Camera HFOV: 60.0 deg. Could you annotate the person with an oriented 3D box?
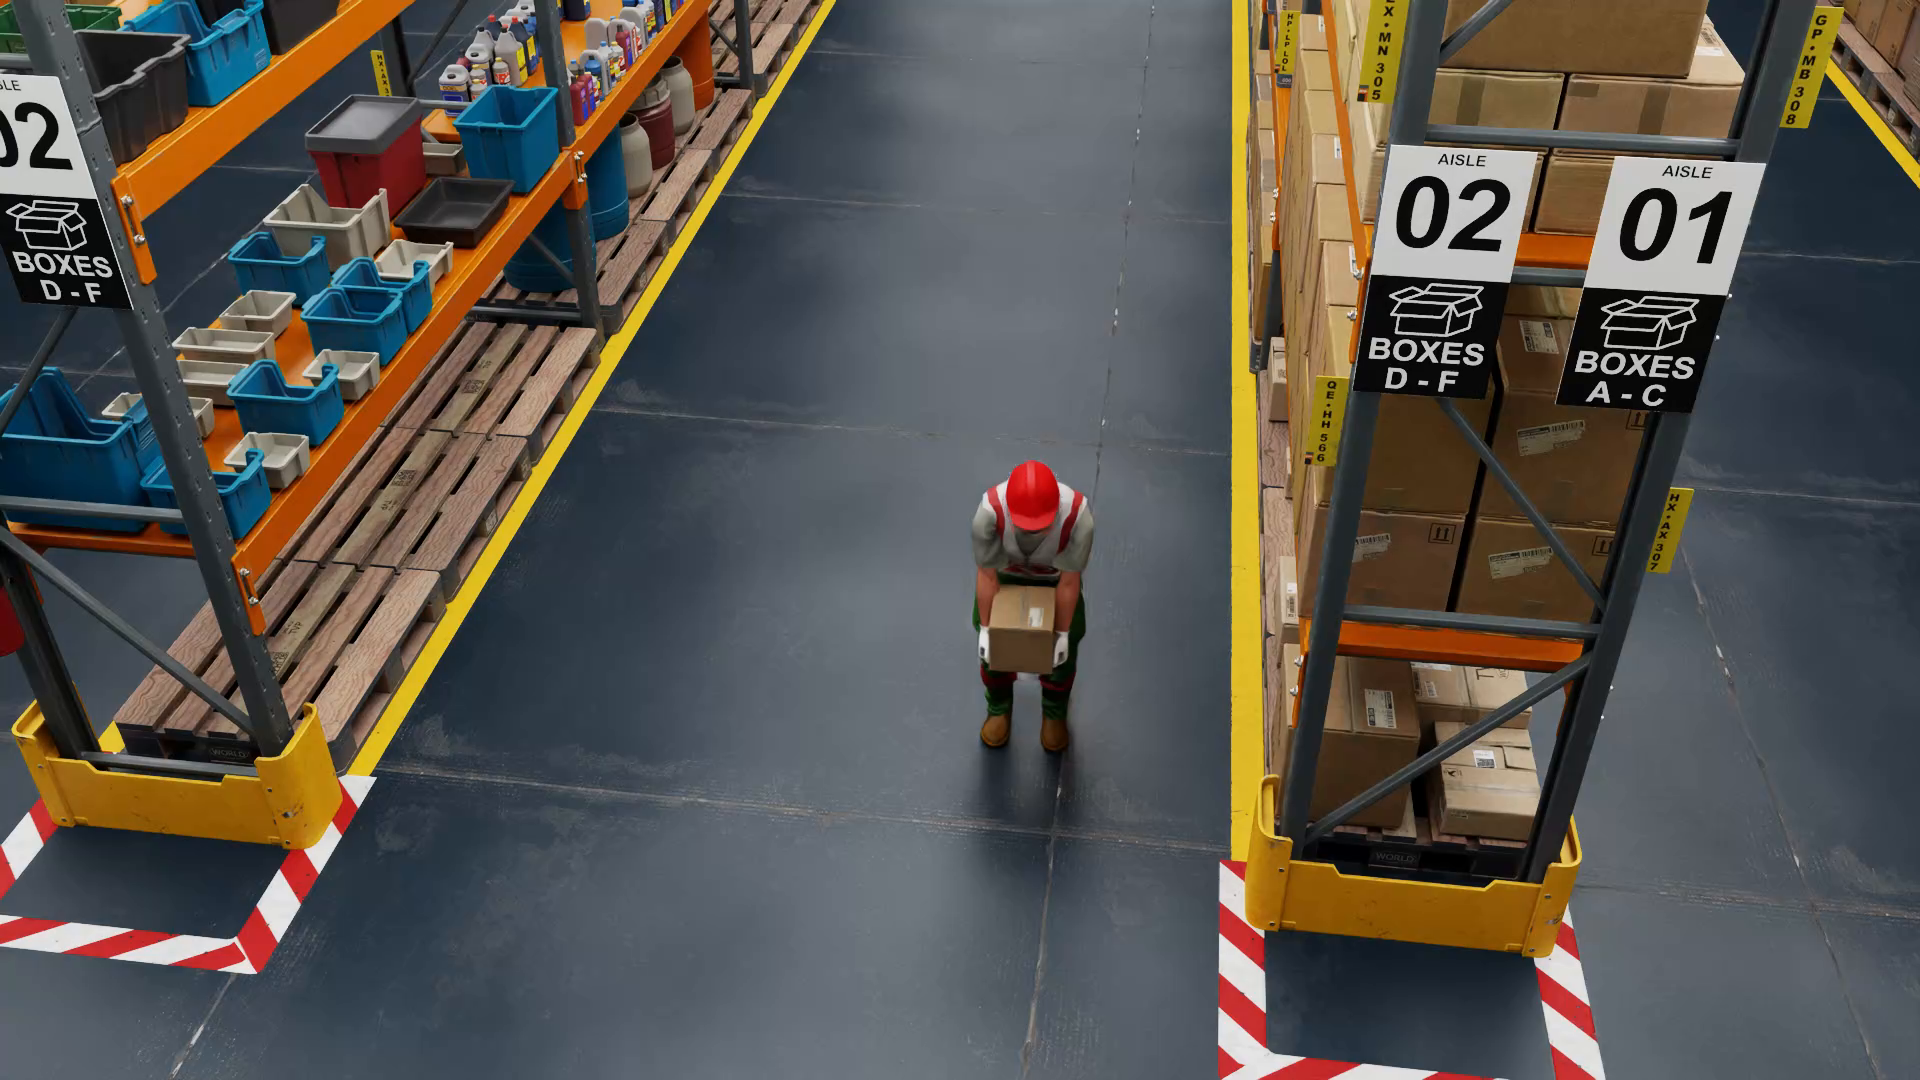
[{"bbox_3d":[0.284,0.261,6.795,0.490,1.627,0.741,4,36,5],"label":"person"}]
